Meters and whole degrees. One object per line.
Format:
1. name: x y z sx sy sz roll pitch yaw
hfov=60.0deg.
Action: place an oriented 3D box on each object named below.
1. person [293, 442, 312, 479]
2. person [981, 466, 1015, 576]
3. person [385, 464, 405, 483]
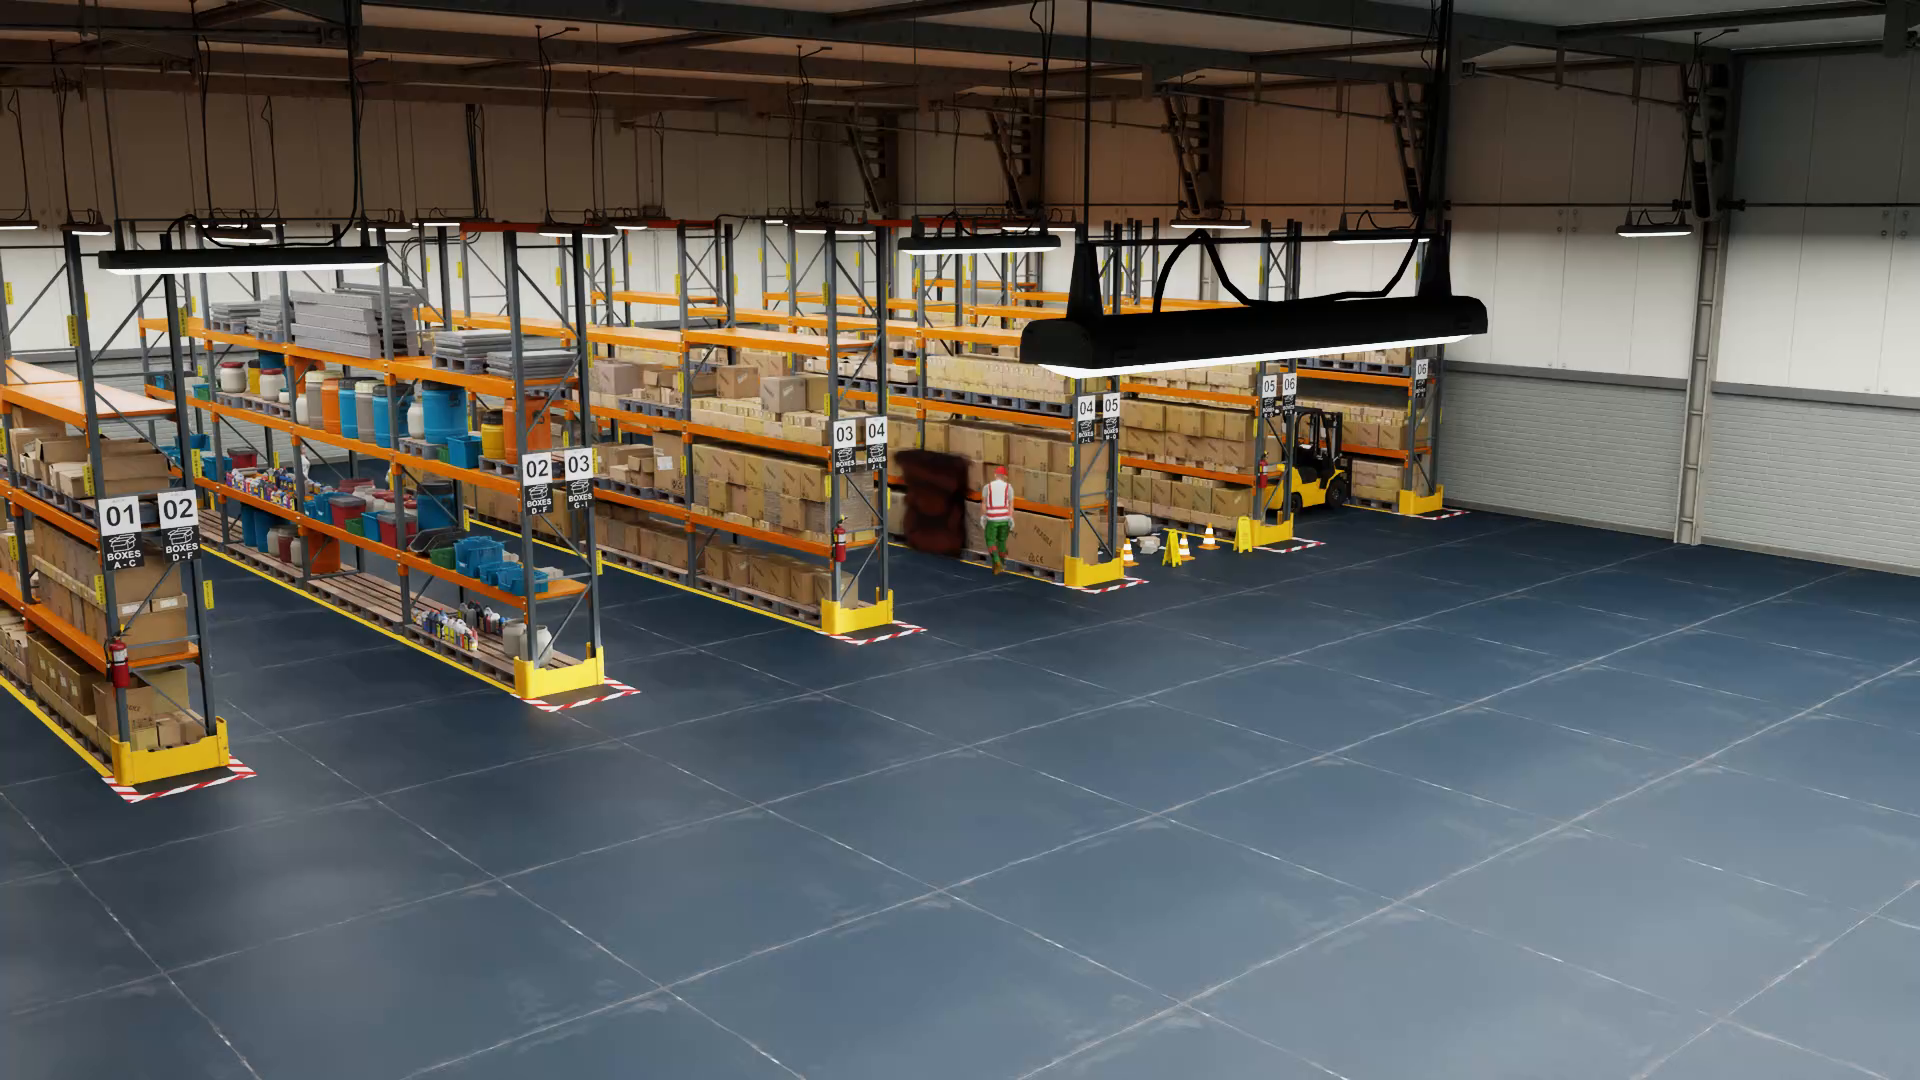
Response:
1. person: -13.173 -1.150 33.387 0.406 1.686 0.530 -6 13 -26
2. person: 0.625 -0.314 27.492 0.555 1.783 0.673 -2 12 -10
3. person: -12.635 -2.123 37.999 1.048 1.744 0.657 -4 12 -20
